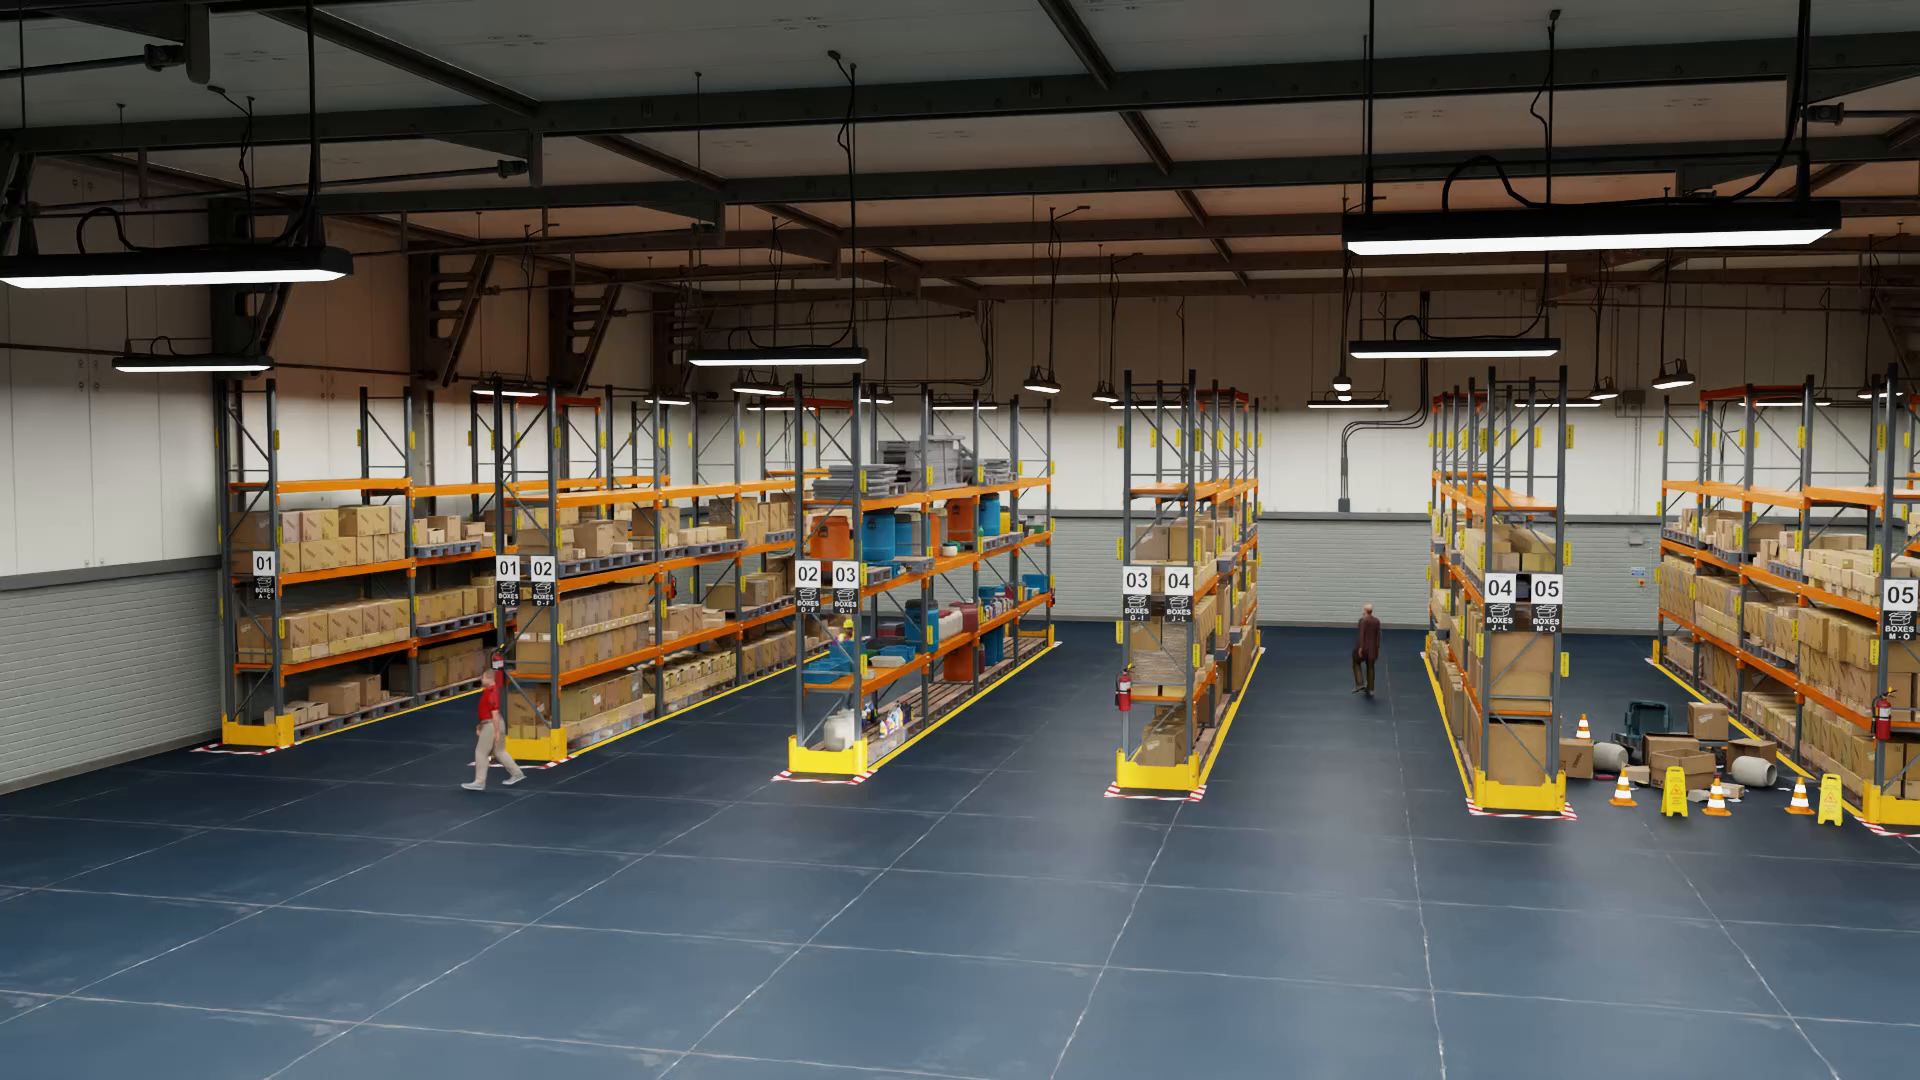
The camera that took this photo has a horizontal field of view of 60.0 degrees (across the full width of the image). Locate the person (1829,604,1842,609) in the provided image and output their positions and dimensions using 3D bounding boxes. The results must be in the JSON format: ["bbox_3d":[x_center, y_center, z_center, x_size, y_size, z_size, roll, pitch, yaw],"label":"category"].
[{"bbox_3d":[19.754,1.854,37.446,0.572,1.757,0.564,1,4,12],"label":"person"}]

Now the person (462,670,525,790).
[{"bbox_3d":[-6.716,2.719,23.898,0.839,1.703,0.525,0,3,-7],"label":"person"}]

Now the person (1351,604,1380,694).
[{"bbox_3d":[8.032,2.152,32.731,0.580,1.787,0.579,0,3,-6],"label":"person"}]

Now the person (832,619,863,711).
[{"bbox_3d":[-2.054,2.332,30.225,0.647,1.788,0.713,1,3,9],"label":"person"}]
